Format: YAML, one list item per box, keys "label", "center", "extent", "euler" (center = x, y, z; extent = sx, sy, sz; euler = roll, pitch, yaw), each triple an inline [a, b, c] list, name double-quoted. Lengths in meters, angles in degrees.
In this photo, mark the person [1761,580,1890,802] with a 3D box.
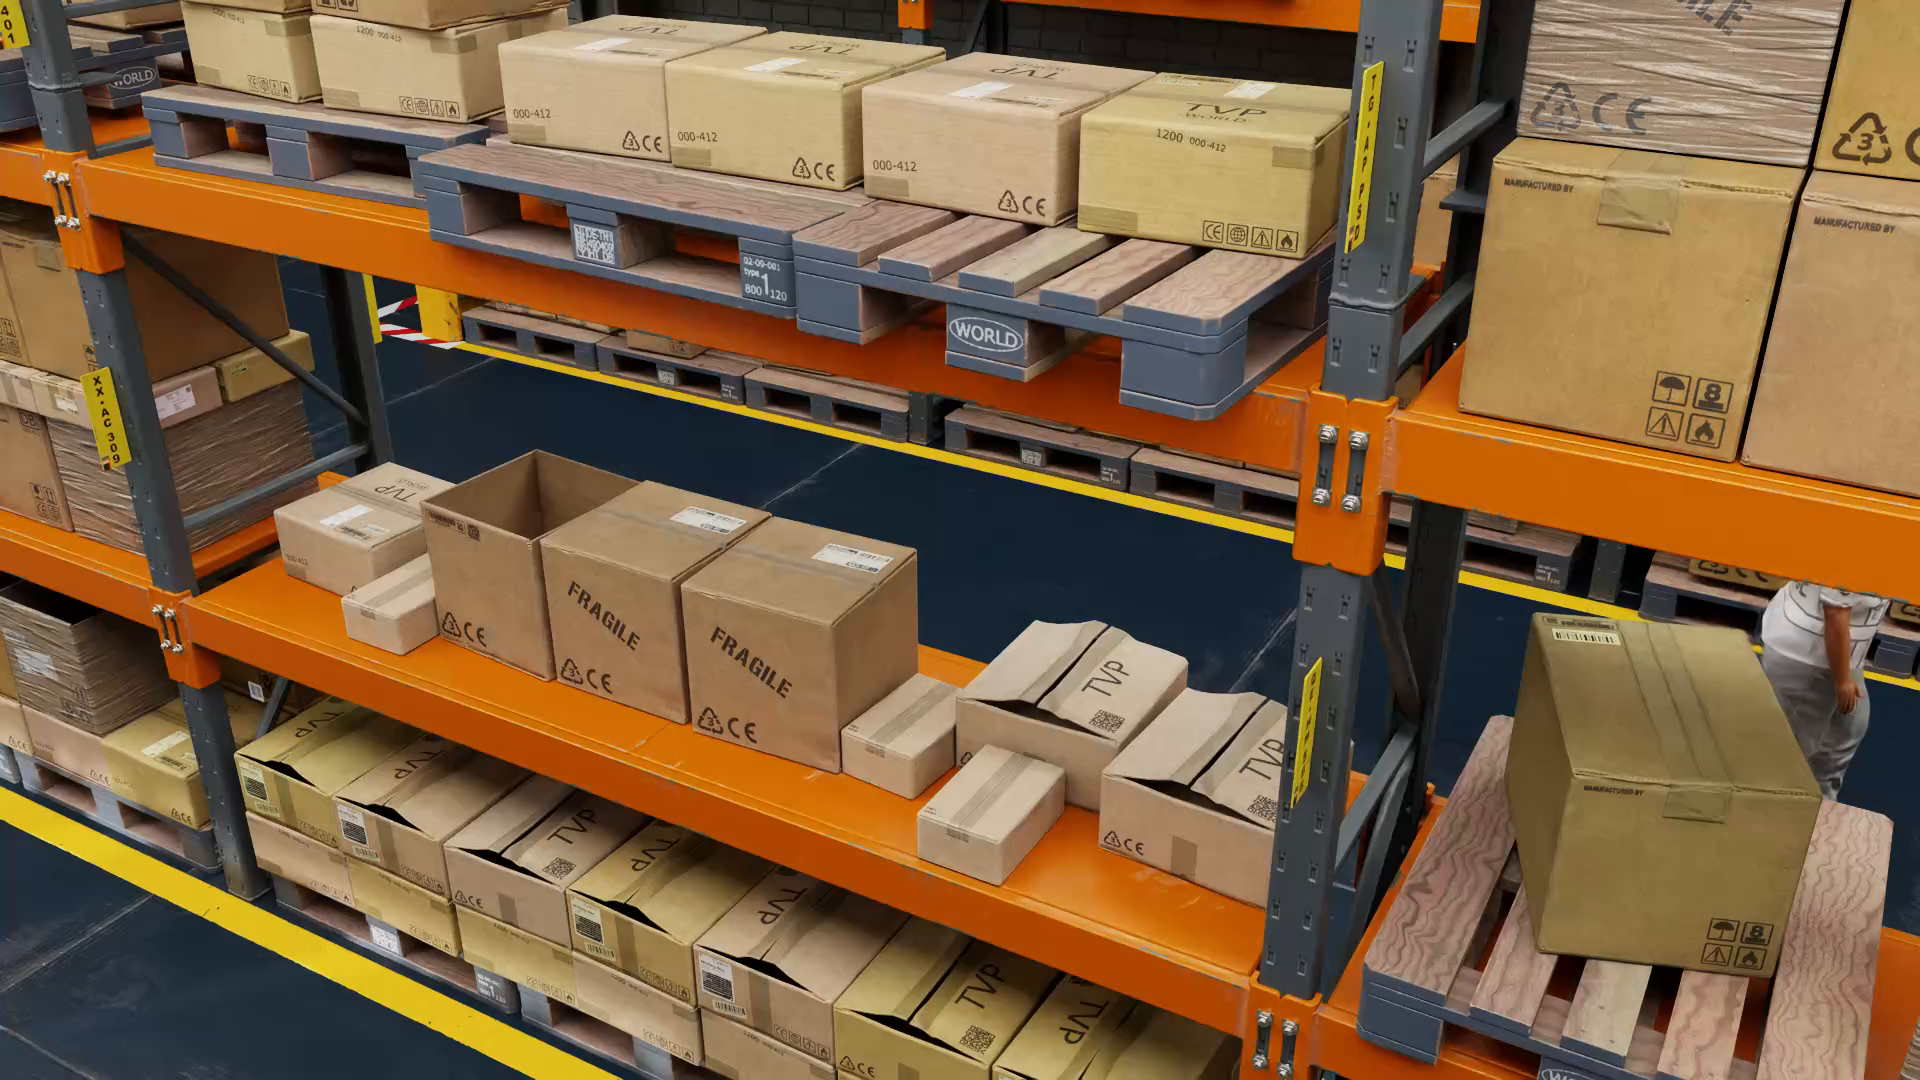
- label: "person"
  center: [3.179, 0.394, 6.301]
  extent: [0.851, 1.624, 0.480]
  euler: [12, 29, 23]
